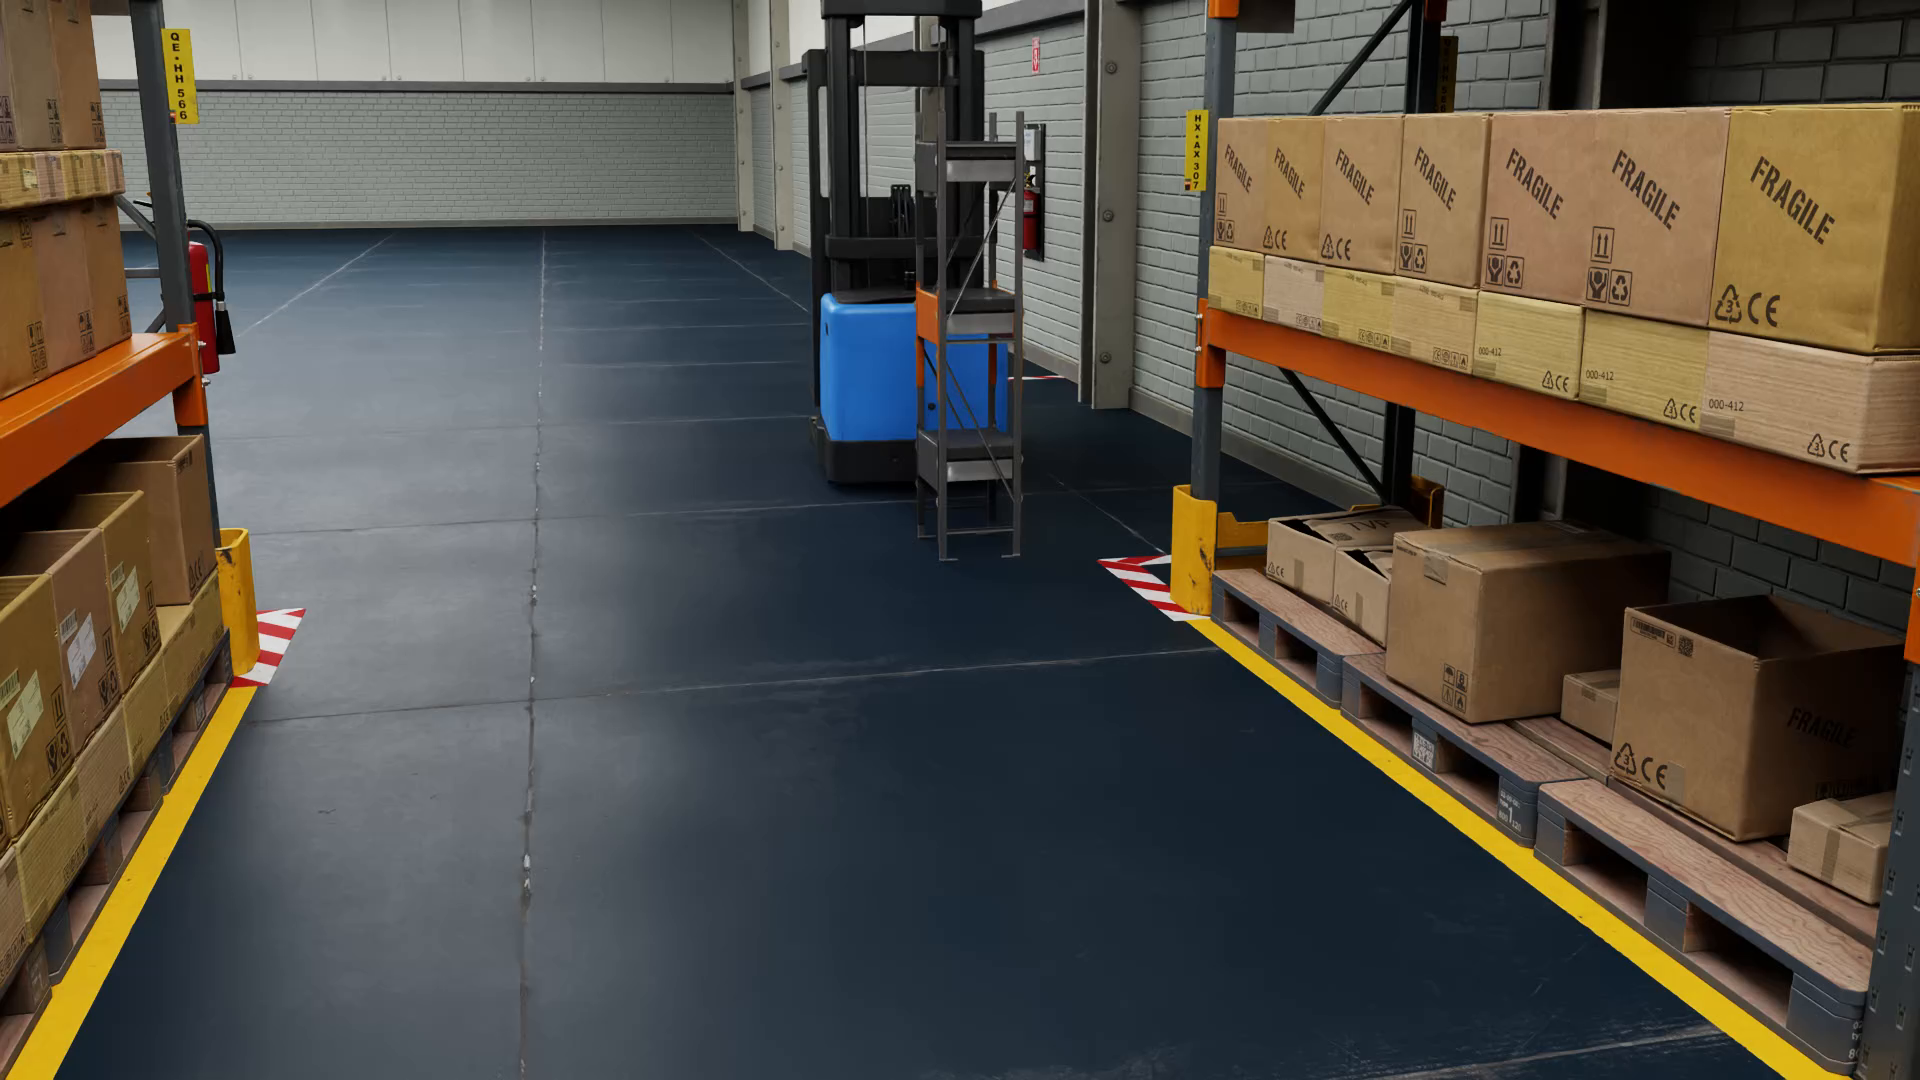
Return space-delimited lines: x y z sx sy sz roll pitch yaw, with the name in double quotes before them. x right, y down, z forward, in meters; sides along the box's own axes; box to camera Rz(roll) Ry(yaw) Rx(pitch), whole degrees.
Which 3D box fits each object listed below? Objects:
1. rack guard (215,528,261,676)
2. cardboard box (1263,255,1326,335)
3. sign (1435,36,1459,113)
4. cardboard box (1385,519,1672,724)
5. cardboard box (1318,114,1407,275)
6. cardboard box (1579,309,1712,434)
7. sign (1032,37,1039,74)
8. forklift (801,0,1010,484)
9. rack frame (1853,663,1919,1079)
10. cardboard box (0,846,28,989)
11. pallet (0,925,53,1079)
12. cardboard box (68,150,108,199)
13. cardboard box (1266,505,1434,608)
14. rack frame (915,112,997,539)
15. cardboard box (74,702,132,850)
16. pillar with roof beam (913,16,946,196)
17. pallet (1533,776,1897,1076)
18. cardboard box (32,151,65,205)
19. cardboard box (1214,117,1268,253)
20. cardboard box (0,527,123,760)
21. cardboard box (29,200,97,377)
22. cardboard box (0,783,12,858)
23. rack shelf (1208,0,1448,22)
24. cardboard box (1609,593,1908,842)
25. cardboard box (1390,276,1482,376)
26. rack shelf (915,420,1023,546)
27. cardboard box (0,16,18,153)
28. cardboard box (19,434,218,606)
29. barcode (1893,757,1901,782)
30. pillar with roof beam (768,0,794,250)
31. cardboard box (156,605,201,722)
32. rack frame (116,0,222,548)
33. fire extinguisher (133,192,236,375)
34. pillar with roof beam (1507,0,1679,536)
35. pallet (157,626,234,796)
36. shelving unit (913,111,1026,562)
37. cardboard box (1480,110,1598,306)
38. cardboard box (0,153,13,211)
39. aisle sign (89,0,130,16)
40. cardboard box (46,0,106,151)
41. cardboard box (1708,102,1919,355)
"rack guard" -3.312 0.266 6.287 1.175 0.500 0.348 -3 14 -13
"cardboard box" 1.450 -0.908 6.096 0.500 0.250 0.500 -4 14 -15
"sign" 2.052 -1.962 7.034 0.100 0.325 0.005 -3 14 -13
"cardboard box" 1.841 0.249 5.429 0.700 0.500 0.500 -4 14 -17
"cardboard box" 1.550 -1.160 5.550 0.500 0.500 0.500 -4 14 -15
"cardboard box" 1.933 -0.442 4.190 0.500 0.250 0.500 -3 14 -13
"sign" 0.656 -4.197 14.400 0.001 0.298 0.199 -3 14 -13
"forklift" -0.426 -2.047 10.630 1.130 2.935 3.031 -2 14 -8
"rack frame" 2.448 -0.297 3.324 1.000 3.000 0.127 -3 14 -13
"cardboard box" -2.293 0.872 3.447 0.500 0.250 0.500 -3 14 -13
"pallet" -2.513 1.148 3.282 1.003 0.211 1.213 -3 14 -13
"cardboard box" -2.968 -1.169 5.314 0.380 0.149 0.250 -3 14 -12
"cardboard box" 1.583 0.037 6.694 0.500 0.311 0.500 -5 15 -20
"rack frame" -0.018 -1.038 8.252 0.400 2.100 0.015 -3 14 -13
"cardboard box" -2.529 0.641 4.391 0.500 0.250 0.500 -3 14 -13
"pillar with roof beam" -4.490 -6.550 16.274 9.100 9.000 0.400 -3 14 -13
"pallet" 2.255 0.904 4.281 1.003 0.211 1.213 -3 14 -13
"cardboard box" -2.851 -1.052 4.835 0.380 0.149 0.250 -3 14 -12
"cardboard box" 1.328 -1.394 6.508 0.500 0.500 0.500 -3 14 -13
"cardboard box" -2.526 0.277 4.303 0.500 0.500 0.500 -3 14 -13
"cardboard box" -3.081 -0.762 5.017 0.700 0.500 0.500 -3 14 -12
"cardboard box" -2.296 0.508 3.357 0.500 0.500 0.500 -3 14 -13
"rack shelf" 1.978 -1.866 4.942 1.077 0.370 4.000 -3 14 -13
"cardboard box" 2.165 0.466 4.539 0.500 0.500 0.500 -4 14 -17
"cardboard box" 1.680 -0.673 5.136 0.500 0.250 0.500 -3 14 -13
"rack shelf" 0.039 -0.289 8.191 0.431 0.518 0.480 -3 14 -13
"cardboard box" -2.949 -1.264 4.337 0.700 0.500 0.500 -3 14 -13
"cardboard box" -2.891 -0.069 5.716 0.500 0.500 0.500 -3 14 -13
"barcode" 2.540 0.626 4.473 0.001 0.075 0.075 -3 14 -13
"pillar with roof beam" -7.308 -9.318 27.605 9.100 9.000 0.400 -3 14 -13
"cardboard box" -2.764 0.410 5.335 0.500 0.250 0.500 -3 14 -13
"rack frame" -3.306 -0.943 5.967 1.000 3.000 0.127 -3 14 -13
"fire extinguisher" -2.882 -0.959 6.194 0.296 0.674 0.183 -3 14 -13
"pillar with roof beam" -1.671 -3.781 4.943 9.100 9.000 0.400 -3 14 -13
"pallet" -3.086 0.585 5.586 1.003 0.211 1.213 -3 14 -13
"shelving unit" 0.039 -0.982 8.022 0.431 2.100 0.503 -3 14 -13
"cardboard box" 1.805 -0.922 4.574 0.500 0.500 0.500 -4 14 -15
"cardboard box" -2.726 -0.931 4.339 0.380 0.149 0.250 -3 14 -12
"aisle sign" -3.036 -2.238 5.788 0.394 0.787 0.004 -3 14 -13
"cardboard box" -3.196 -1.501 5.308 0.700 0.500 0.500 -3 14 -13
"cardboard box" 2.036 -0.690 3.626 0.500 0.500 0.500 -3 14 -13
